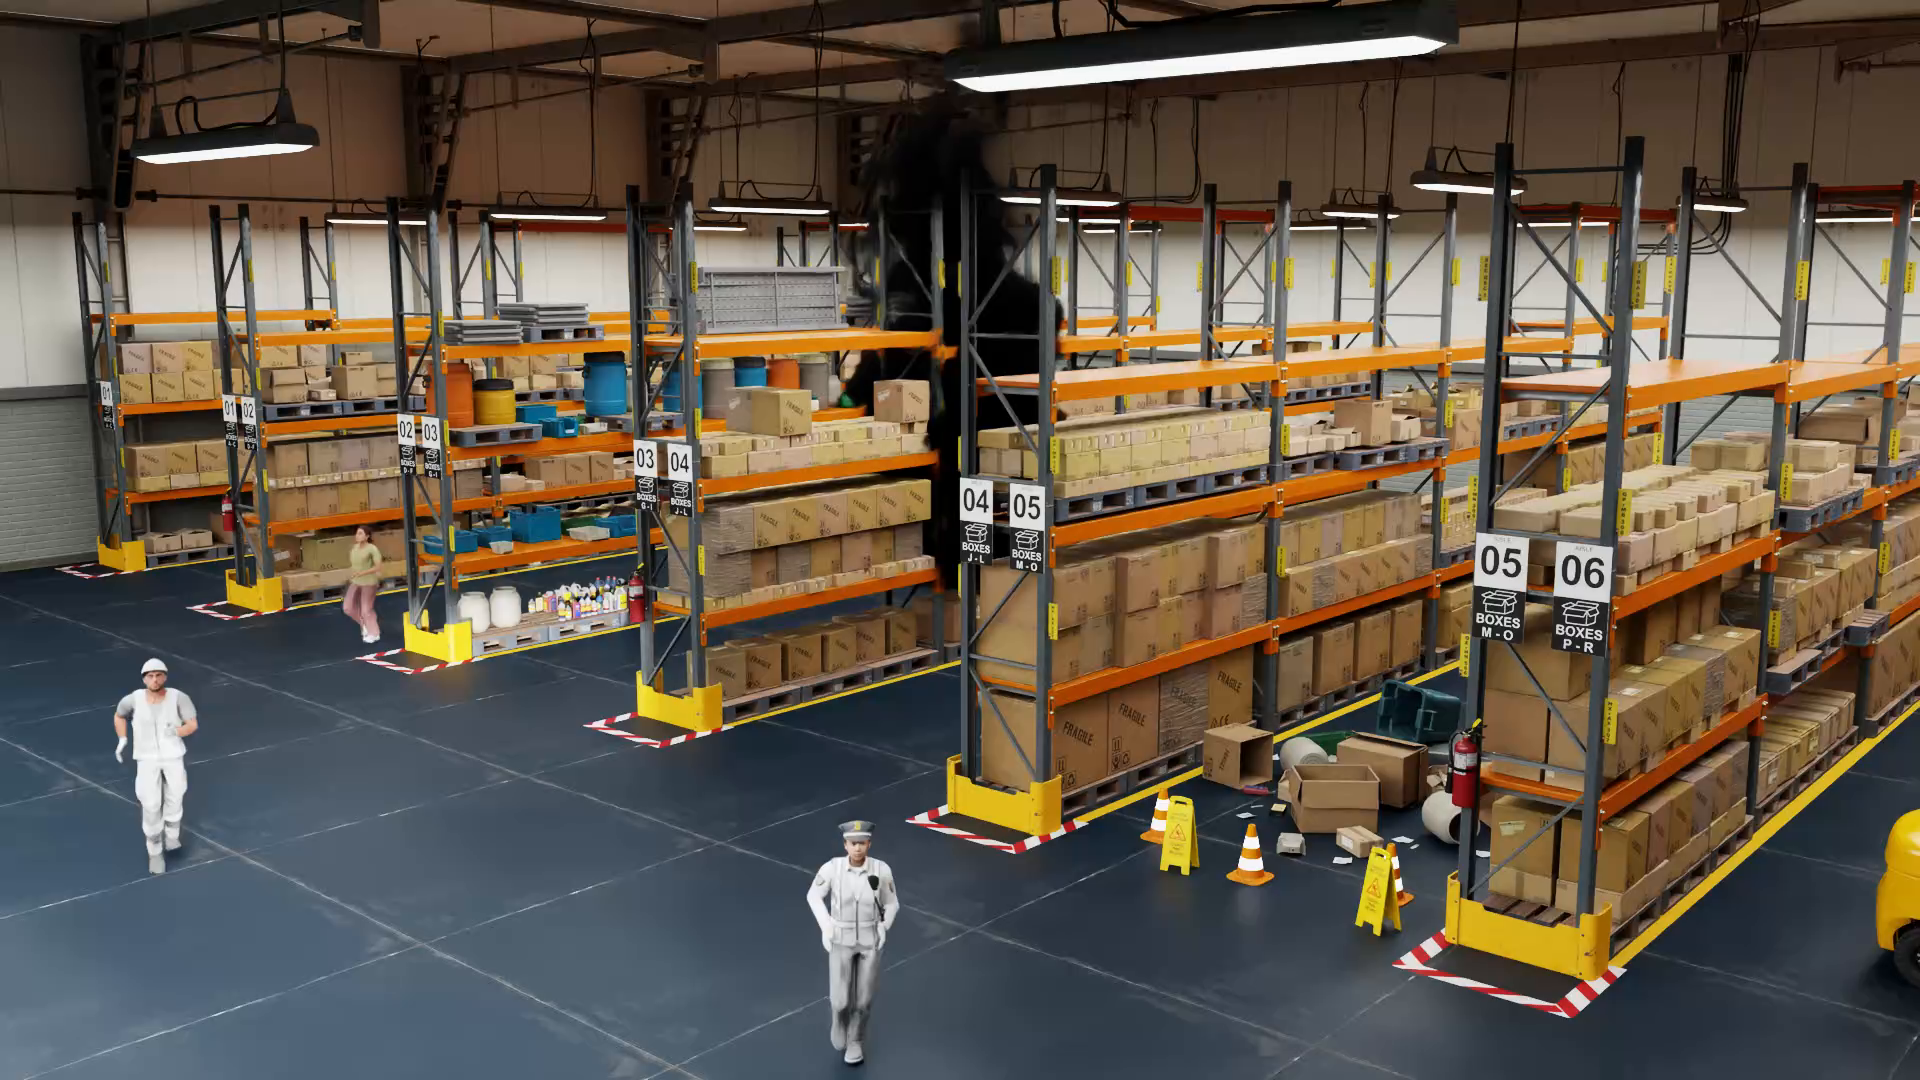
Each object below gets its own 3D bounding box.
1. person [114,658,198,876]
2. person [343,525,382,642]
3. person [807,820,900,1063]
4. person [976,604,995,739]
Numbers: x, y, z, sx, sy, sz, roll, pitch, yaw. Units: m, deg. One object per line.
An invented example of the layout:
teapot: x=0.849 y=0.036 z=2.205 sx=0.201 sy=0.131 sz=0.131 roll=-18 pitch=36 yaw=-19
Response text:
person: x=-6.896 y=1.926 z=14.324 sx=0.643 sy=1.846 sz=0.774 roll=-5 pitch=11 yaw=-30
person: x=-8.154 y=0.604 z=22.709 sx=0.564 sy=1.623 sz=0.539 roll=4 pitch=10 yaw=21
person: x=-0.672 y=2.597 z=10.693 sx=0.592 sy=1.647 sz=0.528 roll=-1 pitch=10 yaw=-8
person: x=0.386 y=1.301 z=18.221 sx=0.696 sy=1.731 sz=0.639 roll=7 pitch=12 yaw=38
